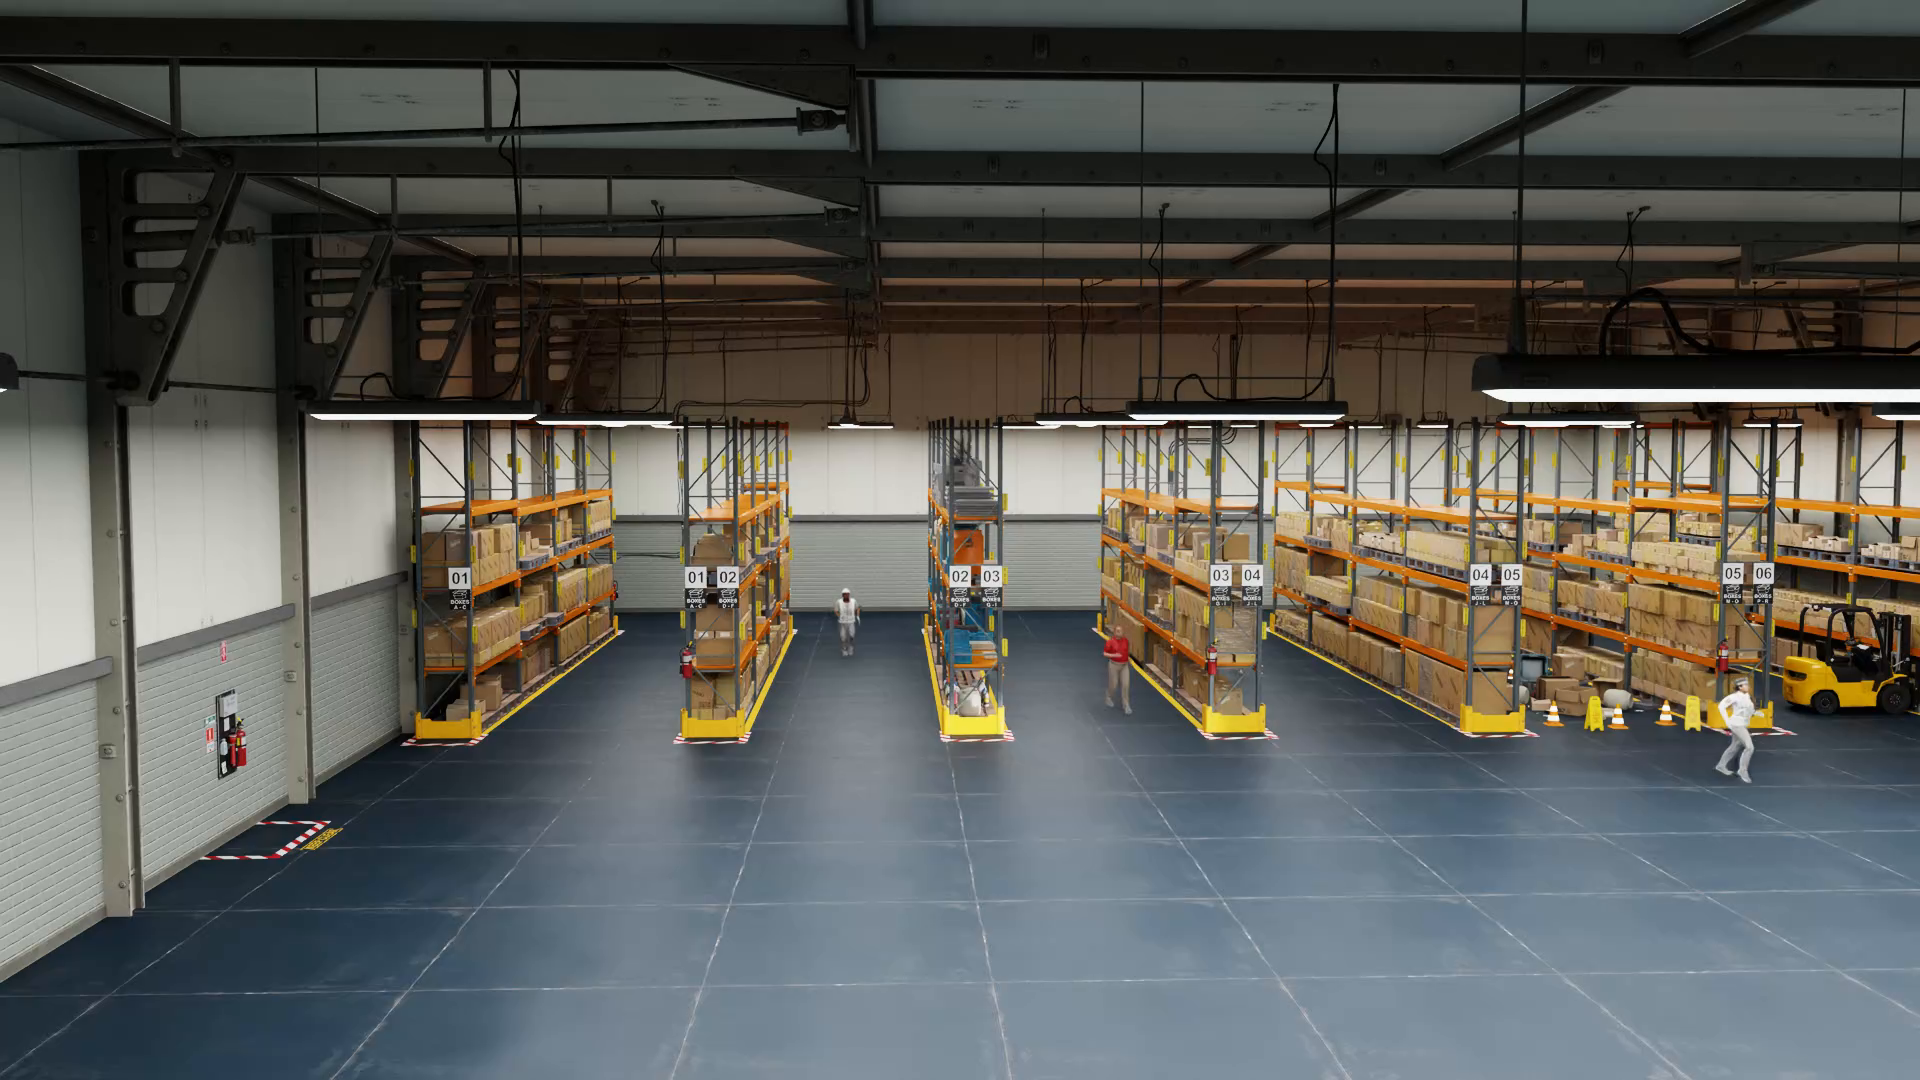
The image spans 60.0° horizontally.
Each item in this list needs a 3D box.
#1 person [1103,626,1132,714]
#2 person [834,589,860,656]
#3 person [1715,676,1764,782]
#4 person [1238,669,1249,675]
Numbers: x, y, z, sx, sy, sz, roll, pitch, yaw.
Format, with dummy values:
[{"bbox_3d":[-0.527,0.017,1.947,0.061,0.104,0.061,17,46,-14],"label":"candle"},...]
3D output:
[{"bbox_3d":[3.232,2.661,33.982,0.659,1.662,0.967,-1,4,-17],"label":"person"},{"bbox_3d":[-2.848,2.091,42.043,0.665,1.734,0.738,0,4,-7],"label":"person"},{"bbox_3d":[12.822,3.112,27.371,0.741,1.739,0.558,4,5,45],"label":"person"},{"bbox_3d":[6.684,2.385,39.050,0.568,1.595,0.641,0,4,-3],"label":"person"}]
